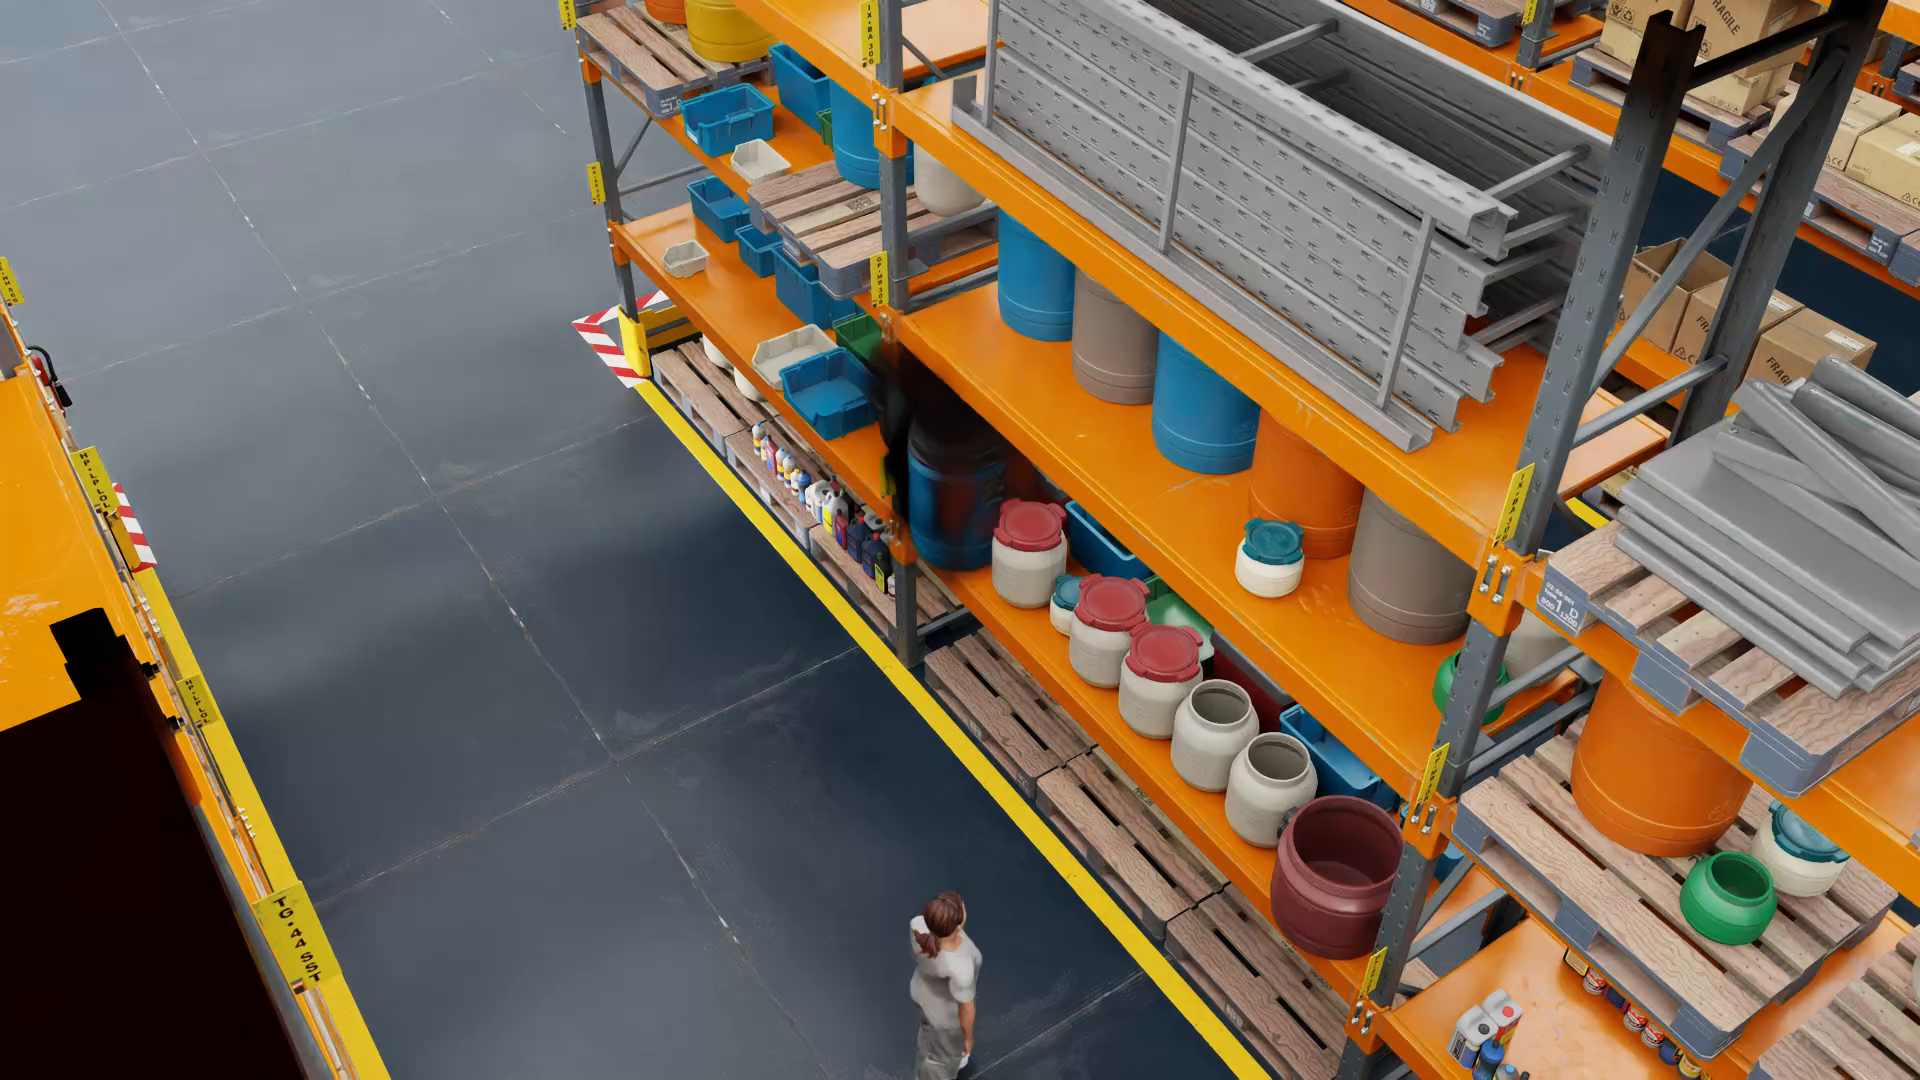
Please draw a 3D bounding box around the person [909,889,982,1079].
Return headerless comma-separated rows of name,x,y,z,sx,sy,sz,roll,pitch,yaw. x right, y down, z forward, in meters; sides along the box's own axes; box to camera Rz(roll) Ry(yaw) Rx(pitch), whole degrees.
person,-0.061,2.238,8.087,0.369,1.684,0.519,-24,48,-24
